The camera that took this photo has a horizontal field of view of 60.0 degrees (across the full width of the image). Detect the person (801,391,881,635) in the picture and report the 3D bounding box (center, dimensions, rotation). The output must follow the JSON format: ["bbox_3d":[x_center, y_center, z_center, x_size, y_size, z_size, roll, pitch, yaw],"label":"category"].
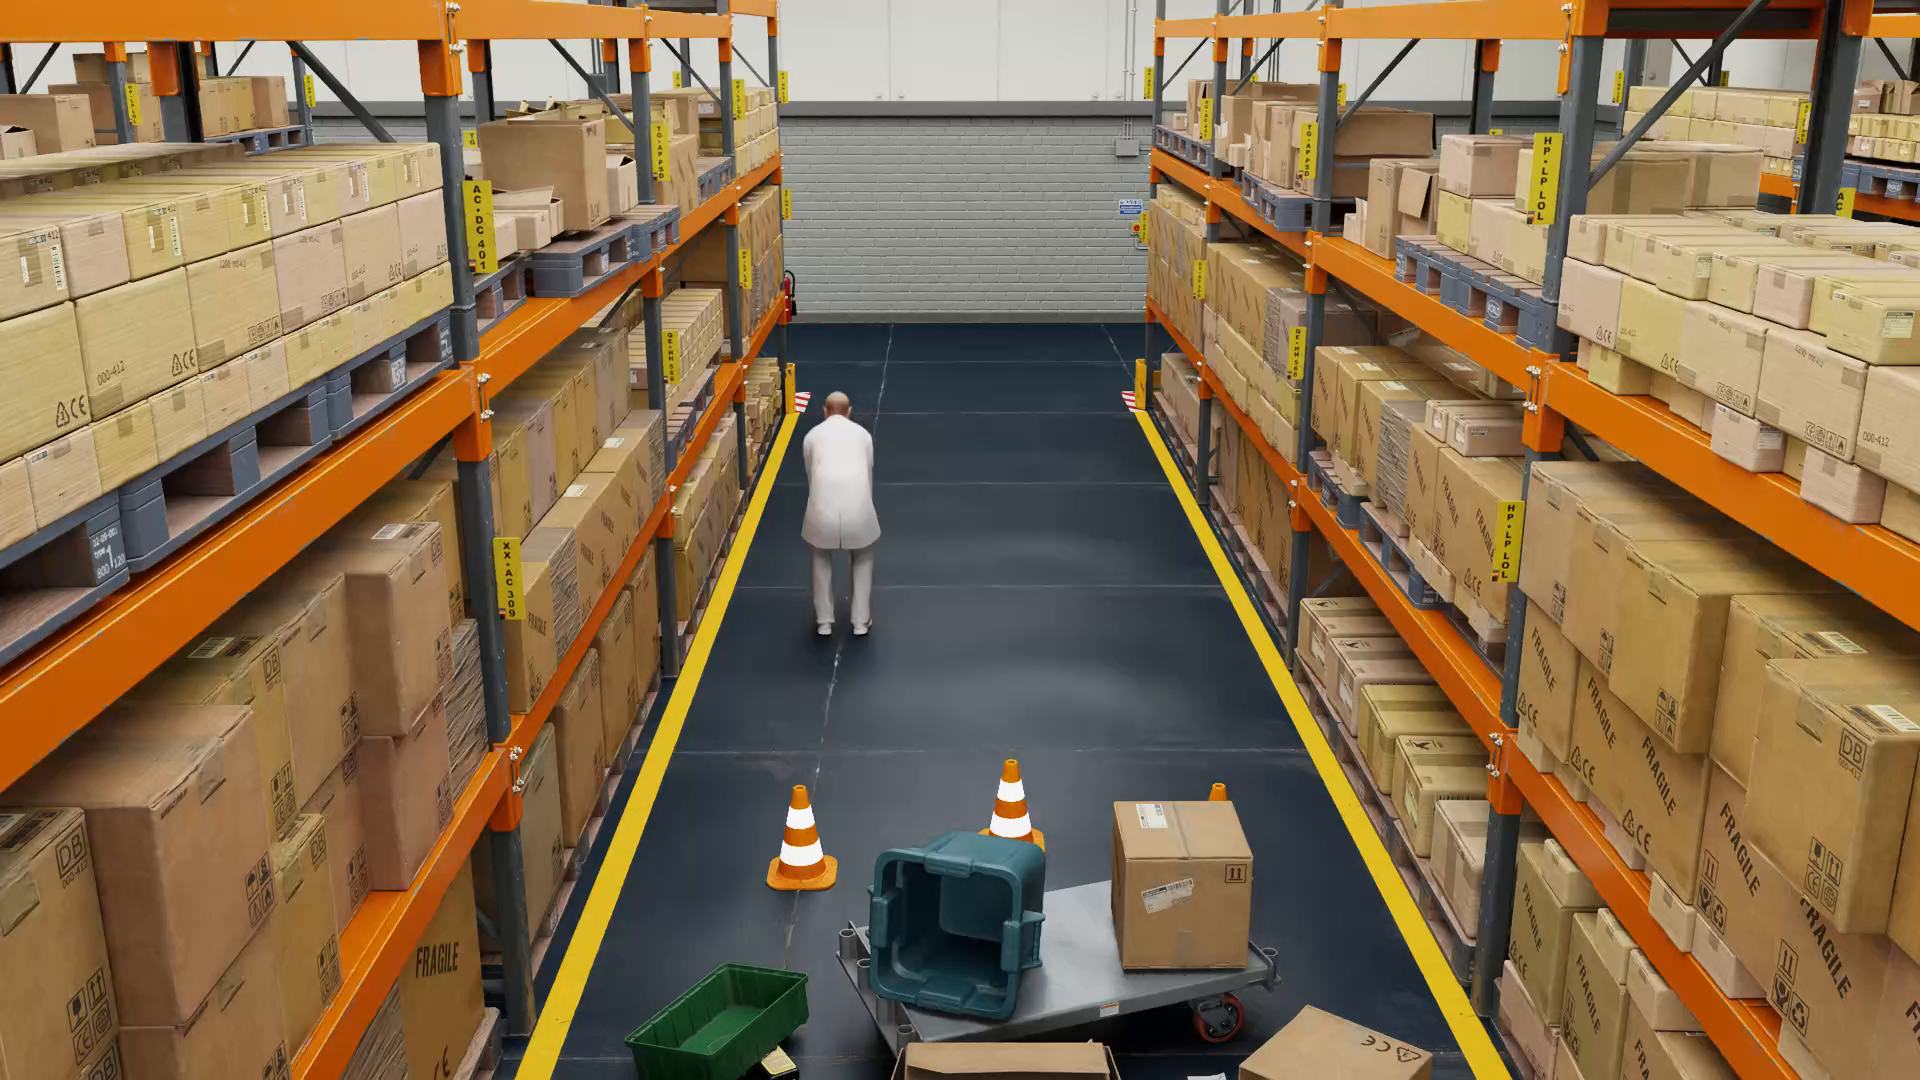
[{"bbox_3d":[-0.820,-0.189,11.497,0.549,1.608,0.717,-1,17,-2],"label":"person"}]
